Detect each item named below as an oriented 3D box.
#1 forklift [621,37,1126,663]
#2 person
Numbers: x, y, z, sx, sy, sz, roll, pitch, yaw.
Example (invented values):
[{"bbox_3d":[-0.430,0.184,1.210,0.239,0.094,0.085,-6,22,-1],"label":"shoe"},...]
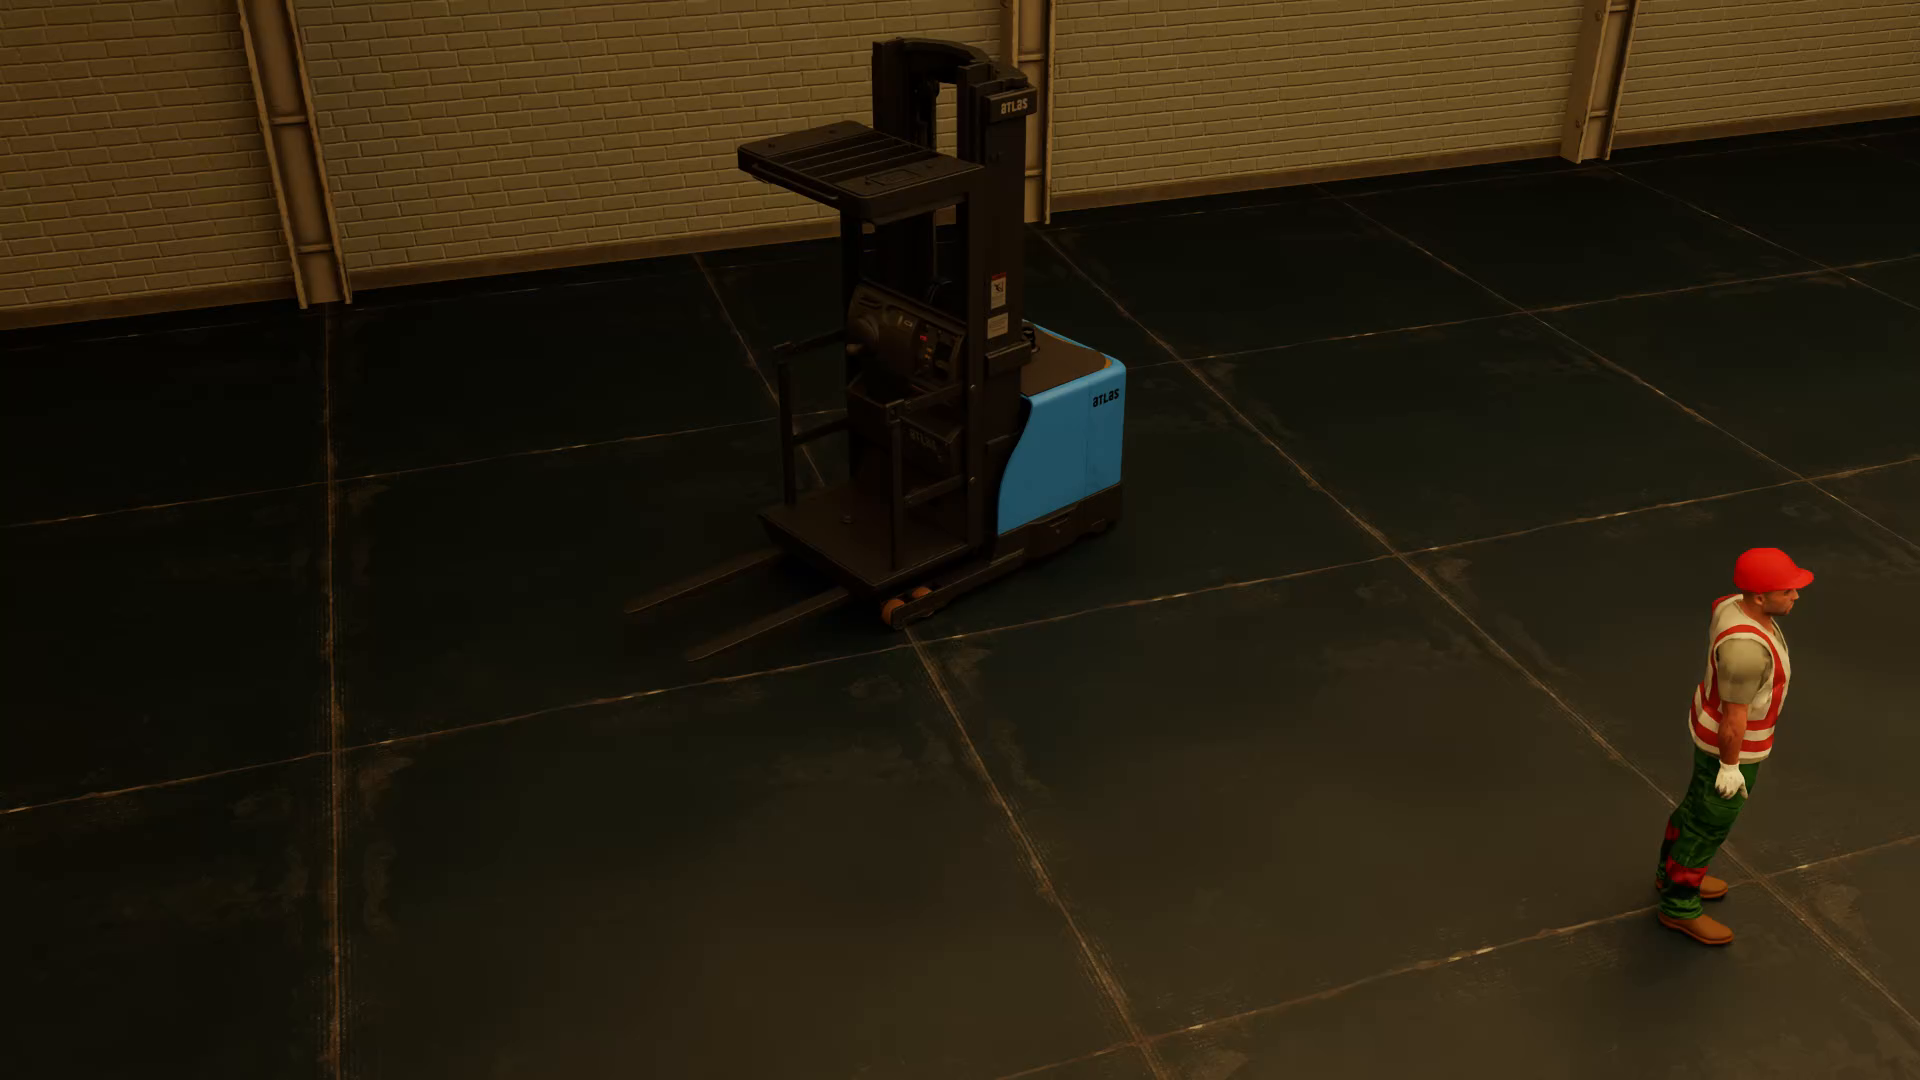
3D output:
[{"bbox_3d":[-0.461,-1.072,8.951,3.031,2.935,1.130,-23,37,-34],"label":"forklift"},{"bbox_3d":[3.158,0.821,6.804,0.366,1.795,0.546,10,31,17],"label":"person"}]
